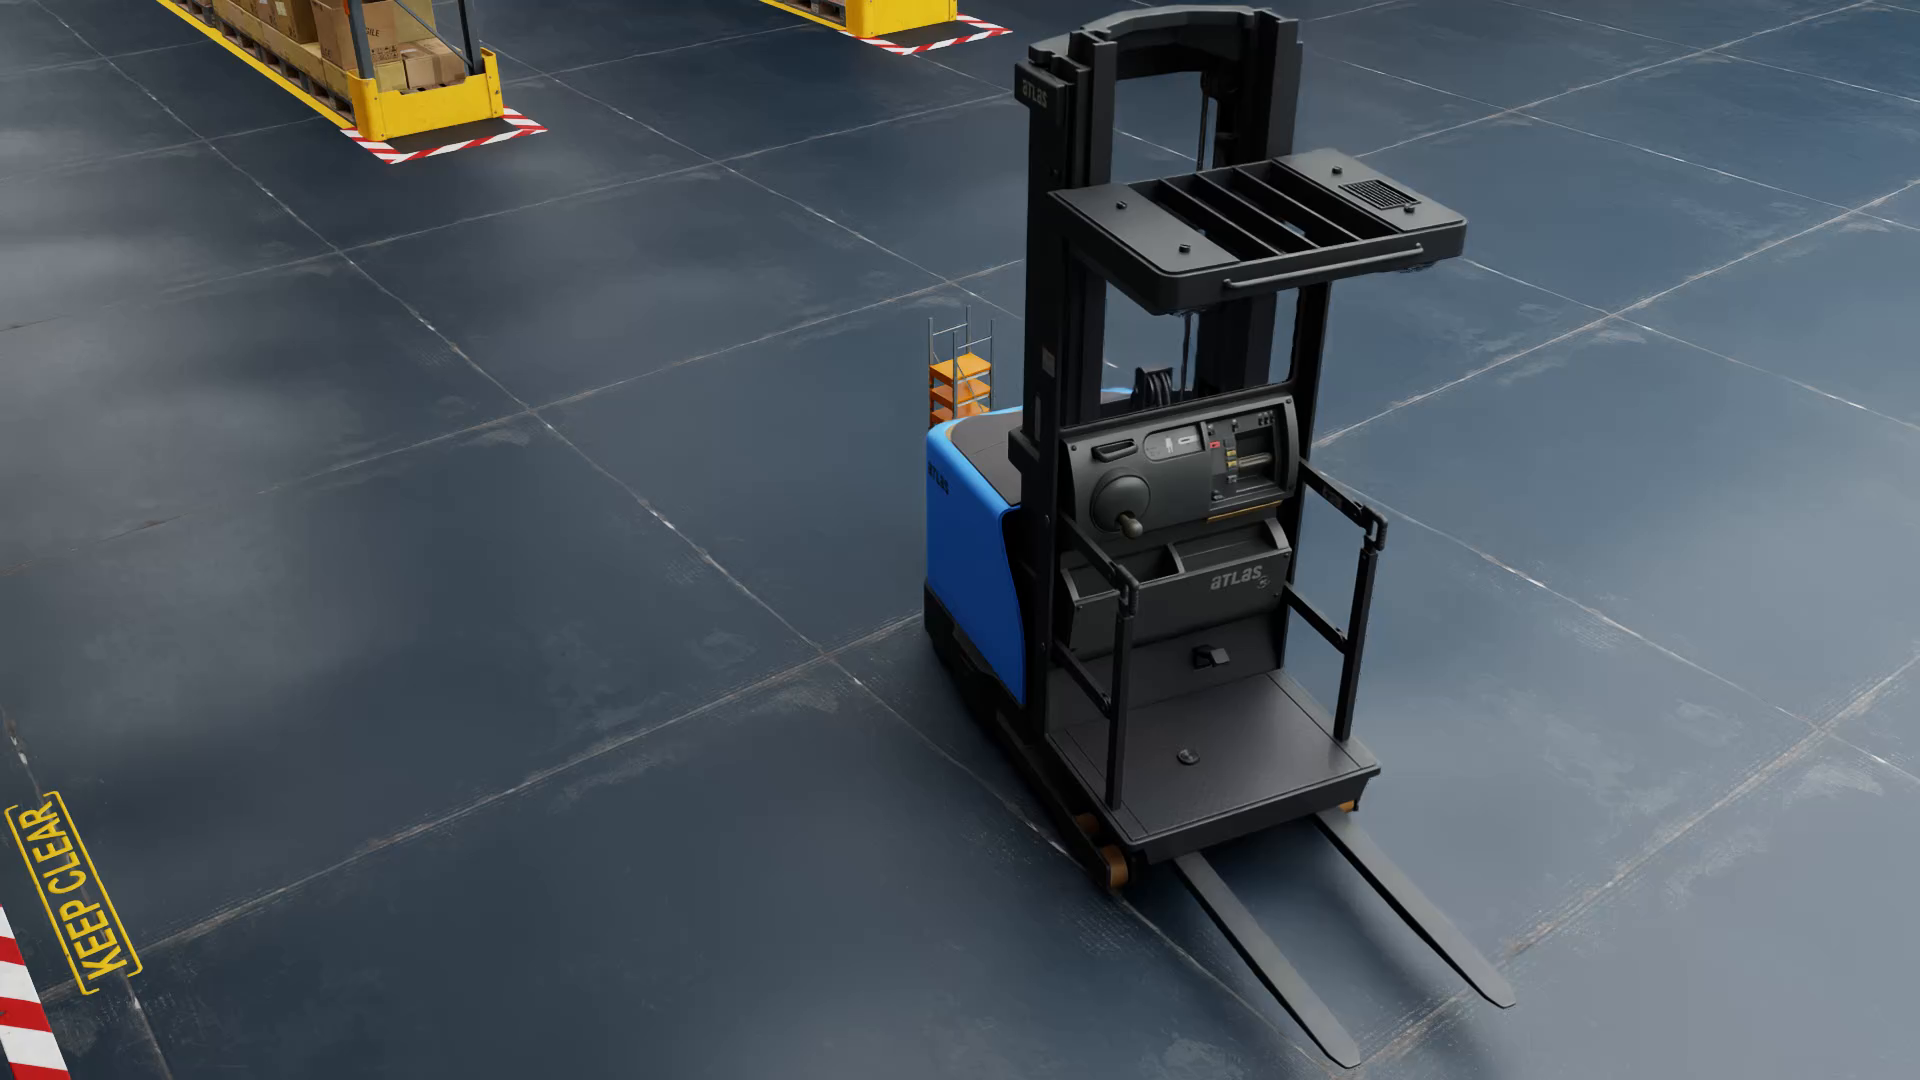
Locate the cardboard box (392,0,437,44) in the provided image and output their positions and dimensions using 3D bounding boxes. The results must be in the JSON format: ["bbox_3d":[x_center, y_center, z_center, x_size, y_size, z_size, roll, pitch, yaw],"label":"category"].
[{"bbox_3d":[-4.864,-4.583,14.283,0.500,0.500,0.500,-22,38,-31],"label":"cardboard box"}]

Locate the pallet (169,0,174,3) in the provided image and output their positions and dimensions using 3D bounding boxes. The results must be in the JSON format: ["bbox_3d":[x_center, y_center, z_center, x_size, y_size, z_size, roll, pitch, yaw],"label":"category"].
[{"bbox_3d":[-8.091,-6.036,17.769,1.003,0.211,1.213,-22,38,-31],"label":"pallet"}]

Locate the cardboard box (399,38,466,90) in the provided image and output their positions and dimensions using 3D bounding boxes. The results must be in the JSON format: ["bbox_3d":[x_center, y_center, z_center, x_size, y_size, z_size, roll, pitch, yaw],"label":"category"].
[{"bbox_3d":[-4.556,-4.056,14.146,0.500,0.250,0.500,-22,38,-31],"label":"cardboard box"}]

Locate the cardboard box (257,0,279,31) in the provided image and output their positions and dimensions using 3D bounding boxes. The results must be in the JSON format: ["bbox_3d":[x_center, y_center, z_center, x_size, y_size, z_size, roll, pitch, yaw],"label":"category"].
[{"bbox_3d":[-5.897,-4.827,14.677,0.500,0.500,0.500,-22,38,-31],"label":"cardboard box"}]

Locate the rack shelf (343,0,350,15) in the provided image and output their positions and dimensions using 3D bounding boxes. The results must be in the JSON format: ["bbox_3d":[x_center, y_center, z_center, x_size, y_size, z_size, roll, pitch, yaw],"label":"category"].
[{"bbox_3d":[-5.629,-5.278,14.587,1.077,0.370,4.000,-22,38,-31],"label":"rack shelf"}]

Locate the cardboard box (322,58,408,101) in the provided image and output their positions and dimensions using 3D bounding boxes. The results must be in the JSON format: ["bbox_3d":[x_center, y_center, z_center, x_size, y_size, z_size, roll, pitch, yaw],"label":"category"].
[{"bbox_3d":[-4.965,-3.889,13.876,0.500,0.250,0.500,-22,38,-31],"label":"cardboard box"}]

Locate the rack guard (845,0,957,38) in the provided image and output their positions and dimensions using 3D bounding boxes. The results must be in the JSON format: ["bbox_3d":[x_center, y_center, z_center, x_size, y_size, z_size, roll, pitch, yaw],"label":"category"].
[{"bbox_3d":[-0.572,-5.306,16.319,1.175,0.500,0.348,-22,38,-31],"label":"rack guard"}]

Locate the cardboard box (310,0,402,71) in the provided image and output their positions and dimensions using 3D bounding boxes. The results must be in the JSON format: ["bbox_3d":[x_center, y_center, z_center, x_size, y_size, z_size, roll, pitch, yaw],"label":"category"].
[{"bbox_3d":[-4.967,-4.207,13.677,0.500,0.500,0.500,-22,38,-31],"label":"cardboard box"}]

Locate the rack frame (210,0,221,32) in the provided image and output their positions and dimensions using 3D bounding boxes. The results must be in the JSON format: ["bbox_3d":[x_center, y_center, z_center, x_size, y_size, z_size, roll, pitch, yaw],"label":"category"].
[{"bbox_3d":[-6.856,-6.417,15.740,1.000,3.000,0.127,-22,38,-31],"label":"rack frame"}]

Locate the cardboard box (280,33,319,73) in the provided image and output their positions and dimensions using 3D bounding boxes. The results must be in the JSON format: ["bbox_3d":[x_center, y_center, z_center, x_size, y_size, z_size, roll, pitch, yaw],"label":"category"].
[{"bbox_3d":[-5.589,-4.301,14.540,0.500,0.250,0.500,-22,38,-31],"label":"cardboard box"}]

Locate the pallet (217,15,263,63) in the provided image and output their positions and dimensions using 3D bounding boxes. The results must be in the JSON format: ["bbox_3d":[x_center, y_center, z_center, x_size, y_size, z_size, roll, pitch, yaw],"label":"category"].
[{"bbox_3d":[-6.401,-4.888,15.920,1.003,0.211,1.213,-22,38,-31],"label":"pallet"}]

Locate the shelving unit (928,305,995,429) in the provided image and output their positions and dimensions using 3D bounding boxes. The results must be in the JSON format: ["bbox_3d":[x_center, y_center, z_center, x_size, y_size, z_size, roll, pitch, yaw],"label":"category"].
[{"bbox_3d":[0.009,-0.504,7.924,0.258,1.200,0.189,-22,38,-31],"label":"shelving unit"}]

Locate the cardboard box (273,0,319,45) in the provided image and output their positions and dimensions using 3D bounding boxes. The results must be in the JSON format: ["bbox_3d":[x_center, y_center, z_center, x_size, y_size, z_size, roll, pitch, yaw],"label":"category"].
[{"bbox_3d":[-5.591,-4.619,14.341,0.500,0.500,0.500,-22,38,-31],"label":"cardboard box"}]

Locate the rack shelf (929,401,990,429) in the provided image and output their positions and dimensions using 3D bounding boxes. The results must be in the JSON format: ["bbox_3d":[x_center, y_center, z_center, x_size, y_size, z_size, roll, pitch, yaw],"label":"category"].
[{"bbox_3d":[0.009,-0.568,7.884,0.258,0.103,0.180,-22,38,-31],"label":"rack shelf"}]

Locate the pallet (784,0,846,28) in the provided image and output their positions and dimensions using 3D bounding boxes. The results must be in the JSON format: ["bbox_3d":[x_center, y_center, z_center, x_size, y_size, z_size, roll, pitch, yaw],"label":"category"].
[{"bbox_3d":[-1.065,-5.524,16.943,1.003,0.211,1.213,-22,38,-31],"label":"pallet"}]

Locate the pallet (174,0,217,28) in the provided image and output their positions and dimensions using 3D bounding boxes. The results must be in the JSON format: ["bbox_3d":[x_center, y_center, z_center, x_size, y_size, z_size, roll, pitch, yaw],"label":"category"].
[{"bbox_3d":[-7.338,-5.527,16.949,1.003,0.211,1.213,-22,38,-31],"label":"pallet"}]

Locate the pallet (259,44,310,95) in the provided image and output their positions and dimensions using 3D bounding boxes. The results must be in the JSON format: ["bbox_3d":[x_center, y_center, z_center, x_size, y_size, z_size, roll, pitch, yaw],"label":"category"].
[{"bbox_3d":[-5.649,-4.379,15.101,1.003,0.211,1.213,-22,38,-31],"label":"pallet"}]

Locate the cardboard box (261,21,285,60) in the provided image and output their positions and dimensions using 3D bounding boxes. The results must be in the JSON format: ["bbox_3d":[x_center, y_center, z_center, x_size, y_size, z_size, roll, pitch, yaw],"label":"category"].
[{"bbox_3d":[-5.894,-4.510,14.876,0.500,0.250,0.500,-22,38,-31],"label":"cardboard box"}]

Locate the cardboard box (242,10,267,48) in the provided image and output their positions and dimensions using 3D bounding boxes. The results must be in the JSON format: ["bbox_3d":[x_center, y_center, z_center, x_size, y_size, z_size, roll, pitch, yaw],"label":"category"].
[{"bbox_3d":[-6.206,-4.716,15.209,0.500,0.250,0.500,-22,38,-31],"label":"cardboard box"}]

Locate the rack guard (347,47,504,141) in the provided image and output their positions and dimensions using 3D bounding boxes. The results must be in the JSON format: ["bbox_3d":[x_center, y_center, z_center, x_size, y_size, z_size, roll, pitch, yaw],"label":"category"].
[{"bbox_3d":[-4.388,-3.679,13.699,1.175,0.500,0.348,-22,38,-31],"label":"rack guard"}]

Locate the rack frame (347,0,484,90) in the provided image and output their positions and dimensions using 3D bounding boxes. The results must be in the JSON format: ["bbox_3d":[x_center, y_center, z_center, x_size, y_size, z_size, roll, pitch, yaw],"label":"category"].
[{"bbox_3d":[-4.403,-4.750,13.056,1.000,3.000,0.127,-22,38,-31],"label":"rack frame"}]

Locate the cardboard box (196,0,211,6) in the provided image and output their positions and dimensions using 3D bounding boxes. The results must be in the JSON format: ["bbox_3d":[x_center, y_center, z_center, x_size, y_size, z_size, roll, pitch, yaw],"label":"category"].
[{"bbox_3d":[-7.339,-5.507,16.482,0.500,0.250,0.500,-23,38,-32],"label":"cardboard box"}]

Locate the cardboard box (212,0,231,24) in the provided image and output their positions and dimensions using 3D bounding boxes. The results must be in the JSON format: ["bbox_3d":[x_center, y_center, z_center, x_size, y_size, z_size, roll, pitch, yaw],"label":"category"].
[{"bbox_3d":[-6.811,-5.136,15.885,0.500,0.250,0.500,-22,38,-31],"label":"cardboard box"}]

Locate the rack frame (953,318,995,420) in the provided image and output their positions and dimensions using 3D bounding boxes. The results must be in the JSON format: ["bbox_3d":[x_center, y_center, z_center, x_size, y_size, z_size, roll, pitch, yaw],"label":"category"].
[{"bbox_3d":[0.065,-0.466,7.862,0.240,1.200,0.006,-22,38,-31],"label":"rack frame"}]

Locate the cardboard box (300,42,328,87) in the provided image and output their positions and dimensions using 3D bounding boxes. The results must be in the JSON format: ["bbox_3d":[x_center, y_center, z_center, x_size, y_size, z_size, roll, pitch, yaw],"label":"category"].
[{"bbox_3d":[-5.281,-4.093,14.205,0.500,0.250,0.500,-22,38,-31],"label":"cardboard box"}]

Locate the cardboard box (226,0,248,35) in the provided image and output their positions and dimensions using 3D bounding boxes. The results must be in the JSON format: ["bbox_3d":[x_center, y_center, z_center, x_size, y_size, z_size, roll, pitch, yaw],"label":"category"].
[{"bbox_3d":[-6.508,-4.926,15.547,0.500,0.250,0.500,-22,38,-31],"label":"cardboard box"}]

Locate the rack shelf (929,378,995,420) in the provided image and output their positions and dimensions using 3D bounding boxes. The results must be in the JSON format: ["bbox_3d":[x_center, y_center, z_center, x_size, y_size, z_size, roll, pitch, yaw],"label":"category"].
[{"bbox_3d":[0.009,-0.670,7.821,0.258,0.103,0.180,-22,38,-31],"label":"rack shelf"}]

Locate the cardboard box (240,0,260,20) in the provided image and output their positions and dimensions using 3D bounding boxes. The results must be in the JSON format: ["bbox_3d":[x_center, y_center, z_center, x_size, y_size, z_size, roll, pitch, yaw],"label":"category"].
[{"bbox_3d":[-6.205,-5.035,15.011,0.500,0.500,0.500,-22,38,-31],"label":"cardboard box"}]

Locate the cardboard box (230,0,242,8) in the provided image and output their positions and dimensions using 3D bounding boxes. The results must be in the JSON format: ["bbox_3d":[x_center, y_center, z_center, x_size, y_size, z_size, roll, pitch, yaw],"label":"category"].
[{"bbox_3d":[-6.506,-5.246,15.351,0.500,0.500,0.500,-22,38,-31],"label":"cardboard box"}]

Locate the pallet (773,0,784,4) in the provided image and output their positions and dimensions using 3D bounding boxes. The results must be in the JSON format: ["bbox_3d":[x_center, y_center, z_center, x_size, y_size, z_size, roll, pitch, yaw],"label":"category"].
[{"bbox_3d":[-1.809,-6.032,17.762,1.003,0.211,1.213,-22,38,-31],"label":"pallet"}]

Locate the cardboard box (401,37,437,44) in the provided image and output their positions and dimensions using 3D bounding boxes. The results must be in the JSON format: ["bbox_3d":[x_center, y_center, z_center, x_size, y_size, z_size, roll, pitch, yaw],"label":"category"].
[{"bbox_3d":[-4.865,-4.263,14.480,0.500,0.250,0.500,-22,38,-31],"label":"cardboard box"}]

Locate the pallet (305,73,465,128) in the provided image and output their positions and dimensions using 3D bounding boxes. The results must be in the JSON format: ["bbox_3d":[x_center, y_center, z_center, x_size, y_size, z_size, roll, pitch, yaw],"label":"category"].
[{"bbox_3d":[-4.905,-3.871,14.283,1.003,0.211,1.213,-22,38,-31],"label":"pallet"}]

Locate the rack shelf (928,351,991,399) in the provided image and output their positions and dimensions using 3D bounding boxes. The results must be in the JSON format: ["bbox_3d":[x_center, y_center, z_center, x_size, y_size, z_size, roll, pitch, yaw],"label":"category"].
[{"bbox_3d":[0.009,-0.772,7.757,0.258,0.103,0.180,-22,38,-31],"label":"rack shelf"}]

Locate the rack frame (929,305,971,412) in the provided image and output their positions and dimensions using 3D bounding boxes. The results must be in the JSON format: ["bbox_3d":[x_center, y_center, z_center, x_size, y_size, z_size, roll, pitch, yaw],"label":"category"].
[{"bbox_3d":[-0.047,-0.542,7.985,0.240,1.200,0.006,-22,38,-31],"label":"rack frame"}]

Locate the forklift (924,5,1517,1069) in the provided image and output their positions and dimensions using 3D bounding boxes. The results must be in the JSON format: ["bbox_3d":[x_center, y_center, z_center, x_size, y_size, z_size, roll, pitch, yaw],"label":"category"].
[{"bbox_3d":[0.897,-0.211,5.812,1.130,2.935,3.031,-13,34,-20],"label":"forklift"}]
